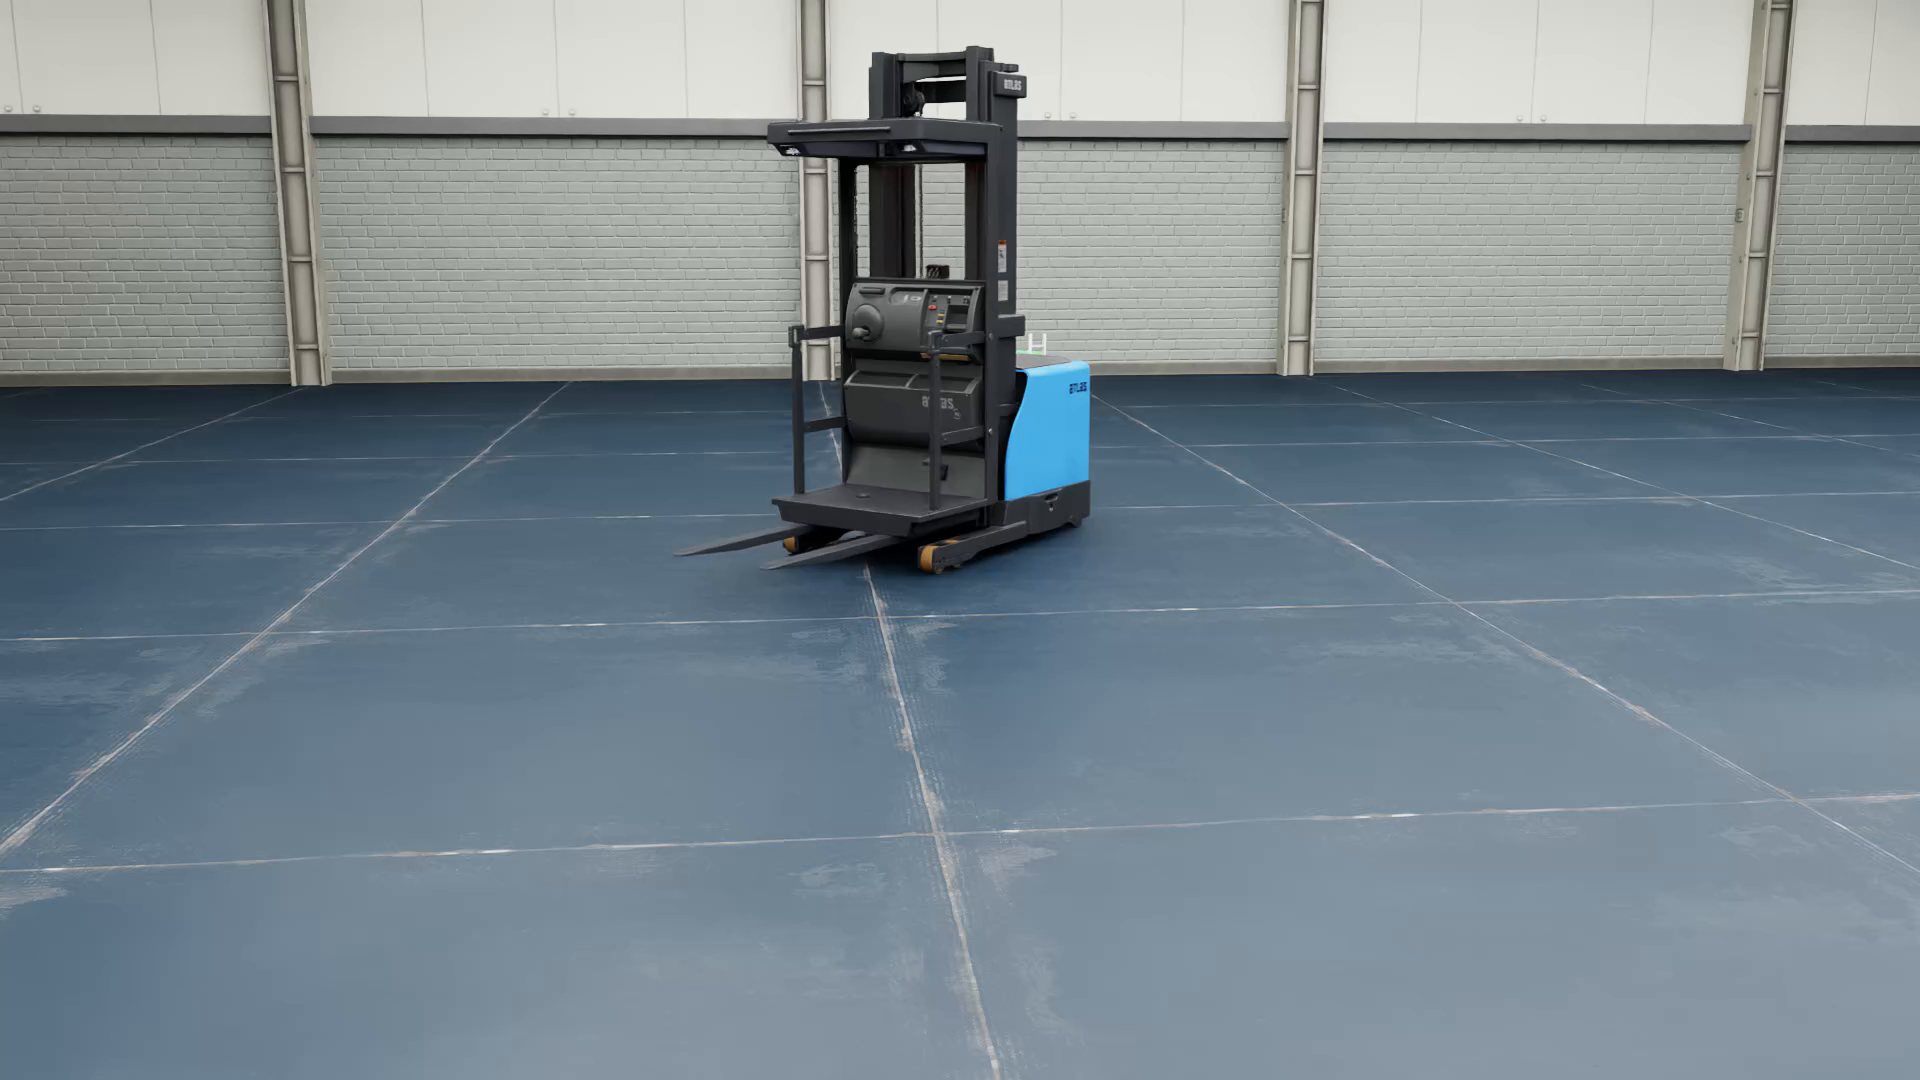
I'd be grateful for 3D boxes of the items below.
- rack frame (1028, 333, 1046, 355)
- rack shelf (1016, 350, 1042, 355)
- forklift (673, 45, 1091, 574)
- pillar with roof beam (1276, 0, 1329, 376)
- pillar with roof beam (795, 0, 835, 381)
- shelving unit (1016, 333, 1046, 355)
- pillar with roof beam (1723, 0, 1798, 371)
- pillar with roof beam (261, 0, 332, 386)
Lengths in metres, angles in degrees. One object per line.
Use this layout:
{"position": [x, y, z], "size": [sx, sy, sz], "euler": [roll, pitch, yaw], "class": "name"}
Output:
{"position": [0.499, -0.790, 11.229], "size": [0.015, 1.200, 0.240], "euler": [6, 8, 28], "class": "rack frame"}
{"position": [0.299, -1.225, 11.289], "size": [0.480, 0.148, 0.258], "euler": [6, 8, 28], "class": "rack shelf"}
{"position": [-0.399, -1.349, 9.633], "size": [1.130, 2.935, 3.031], "euler": [8, 13, 34], "class": "forklift"}
{"position": [4.696, -5.686, 15.965], "size": [0.400, 9.000, 9.100], "euler": [-1, 11, -6], "class": "pillar with roof beam"}
{"position": [-1.269, -5.561, 15.329], "size": [0.400, 9.000, 9.100], "euler": [-1, 11, -6], "class": "pillar with roof beam"}
{"position": [0.284, -0.812, 11.342], "size": [0.503, 1.200, 0.258], "euler": [6, 8, 28], "class": "shelving unit"}
{"position": [10.661, -5.811, 16.601], "size": [0.400, 9.000, 9.100], "euler": [-1, 11, -6], "class": "pillar with roof beam"}
{"position": [-7.234, -5.436, 14.693], "size": [0.400, 9.000, 9.100], "euler": [-1, 11, -6], "class": "pillar with roof beam"}
